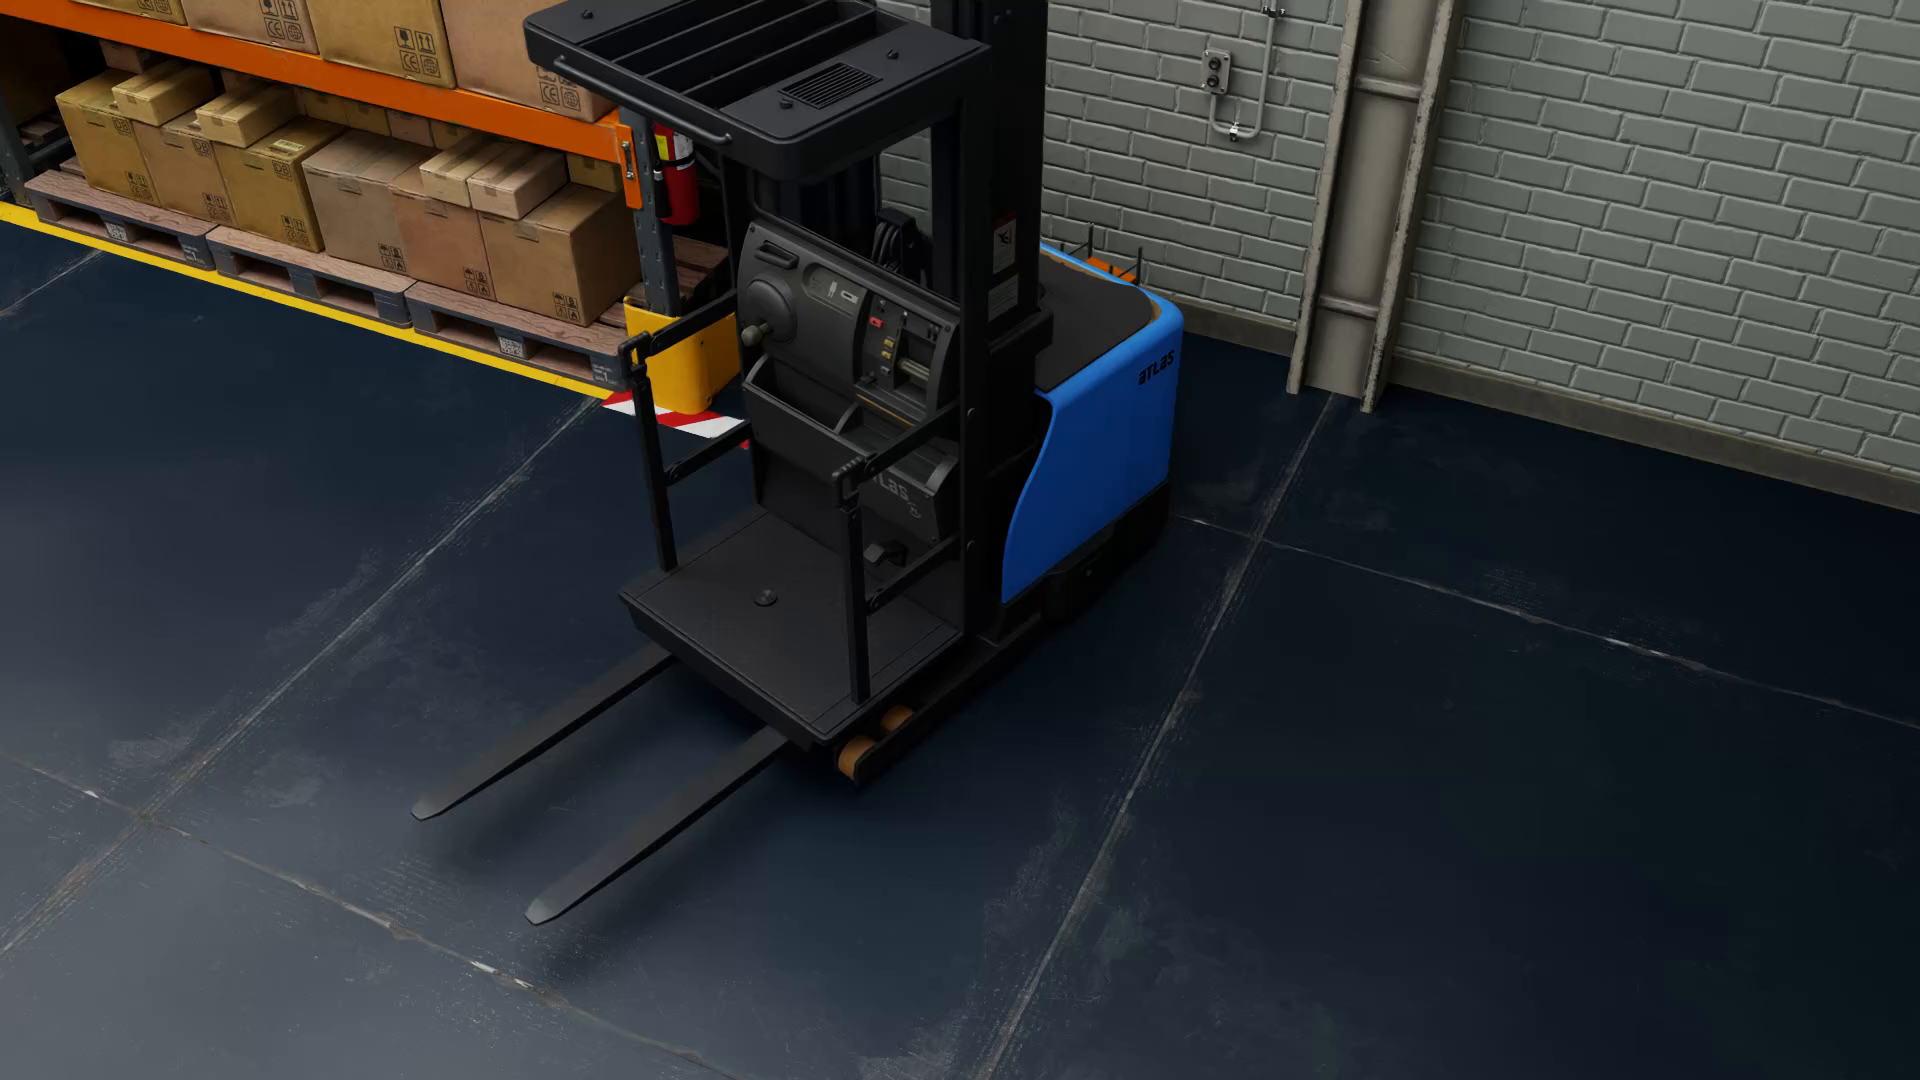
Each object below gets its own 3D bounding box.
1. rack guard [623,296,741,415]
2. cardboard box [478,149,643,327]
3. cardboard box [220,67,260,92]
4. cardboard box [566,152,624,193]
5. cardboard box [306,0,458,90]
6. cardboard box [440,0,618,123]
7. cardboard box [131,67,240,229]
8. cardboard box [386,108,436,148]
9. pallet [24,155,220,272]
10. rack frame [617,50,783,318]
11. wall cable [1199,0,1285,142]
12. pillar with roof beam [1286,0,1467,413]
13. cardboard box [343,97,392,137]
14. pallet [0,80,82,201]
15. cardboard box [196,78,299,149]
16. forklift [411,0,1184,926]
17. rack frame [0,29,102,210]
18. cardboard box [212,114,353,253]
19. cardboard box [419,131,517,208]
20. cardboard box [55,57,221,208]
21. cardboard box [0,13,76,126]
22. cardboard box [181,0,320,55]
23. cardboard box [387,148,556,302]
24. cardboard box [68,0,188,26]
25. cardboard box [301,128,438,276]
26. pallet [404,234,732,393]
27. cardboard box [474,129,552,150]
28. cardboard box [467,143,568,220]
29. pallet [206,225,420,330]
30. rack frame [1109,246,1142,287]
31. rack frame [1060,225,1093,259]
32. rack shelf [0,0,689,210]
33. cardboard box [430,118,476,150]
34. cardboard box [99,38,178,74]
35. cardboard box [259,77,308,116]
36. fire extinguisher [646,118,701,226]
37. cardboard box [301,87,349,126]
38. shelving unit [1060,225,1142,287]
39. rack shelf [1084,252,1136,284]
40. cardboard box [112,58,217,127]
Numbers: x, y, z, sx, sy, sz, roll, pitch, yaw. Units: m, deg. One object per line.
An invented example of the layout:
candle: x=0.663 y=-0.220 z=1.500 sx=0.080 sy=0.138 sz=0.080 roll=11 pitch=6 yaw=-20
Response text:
rack guard: x=-1.073 y=-1.125 z=7.666 sx=0.348 sy=0.500 sz=1.175 roll=17 pitch=44 yaw=19
cardboard box: x=-1.771 y=-1.424 z=7.691 sx=0.500 sy=0.500 sz=0.700 roll=17 pitch=44 yaw=19
cardboard box: x=-3.415 y=-2.316 z=8.224 sx=0.250 sy=0.149 sz=0.380 roll=16 pitch=43 yaw=17
cardboard box: x=-1.574 y=-1.754 z=7.576 sx=0.250 sy=0.149 sz=0.380 roll=17 pitch=44 yaw=19
cardboard box: x=-2.225 y=-2.519 z=7.137 sx=0.700 sy=0.700 sz=0.980 roll=17 pitch=44 yaw=18
cardboard box: x=-1.561 y=-2.325 z=6.913 sx=0.700 sy=0.700 sz=0.980 roll=19 pitch=44 yaw=21
cardboard box: x=-3.632 y=-1.989 z=8.342 sx=0.500 sy=0.500 sz=0.700 roll=17 pitch=44 yaw=18
cardboard box: x=-2.491 y=-2.033 z=7.898 sx=0.250 sy=0.149 sz=0.380 roll=18 pitch=44 yaw=19
pallet: x=-4.064 y=-1.873 z=8.750 sx=1.213 sy=0.211 sz=1.003 roll=17 pitch=44 yaw=19
rack frame: x=-1.095 y=-2.076 z=6.855 sx=0.127 sy=3.000 sz=1.000 roll=17 pitch=44 yaw=19
wall cable: x=0.465 y=-2.667 z=6.761 sx=1.851 sy=1.984 sz=0.084 roll=17 pitch=44 yaw=19
pillar with roof beam: x=-0.102 y=-1.553 z=1.672 sx=0.400 sy=9.000 sz=9.100 roll=17 pitch=44 yaw=19
cardboard box: x=-2.723 y=-2.104 z=7.980 sx=0.250 sy=0.149 sz=0.380 roll=17 pitch=44 yaw=19
pallet: x=-5.451 y=-2.299 z=9.241 sx=1.213 sy=0.211 sz=1.003 roll=17 pitch=44 yaw=19
cardboard box: x=-3.379 y=-2.027 z=7.891 sx=0.250 sy=0.149 sz=0.380 roll=16 pitch=43 yaw=17
forklift: x=-0.522 y=-0.647 z=5.258 sx=1.130 sy=2.935 sz=3.031 roll=31 pitch=49 yaw=30
rack frame: x=-4.720 y=-3.184 z=8.133 sx=0.127 sy=3.000 sz=1.000 roll=17 pitch=44 yaw=19
cardboard box: x=-3.167 y=-1.845 z=8.177 sx=0.500 sy=0.500 sz=0.700 roll=18 pitch=44 yaw=20
cardboard box: x=-2.197 y=-1.667 z=7.476 sx=0.250 sy=0.149 sz=0.380 roll=18 pitch=44 yaw=20
cardboard box: x=-4.085 y=-2.130 z=8.505 sx=0.500 sy=0.500 sz=0.700 roll=18 pitch=44 yaw=19
cardboard box: x=-5.364 y=-2.633 z=8.818 sx=0.750 sy=0.750 sz=0.750 roll=17 pitch=44 yaw=19
cardboard box: x=-2.912 y=-2.736 z=7.387 sx=0.700 sy=0.700 sz=0.980 roll=15 pitch=43 yaw=17
cardboard box: x=-2.225 y=-1.563 z=7.851 sx=0.500 sy=0.500 sz=0.700 roll=17 pitch=44 yaw=19
cardboard box: x=-3.576 y=-2.932 z=7.613 sx=0.700 sy=0.700 sz=0.980 roll=16 pitch=43 yaw=18
cardboard box: x=-2.681 y=-1.702 z=8.011 sx=0.500 sy=0.500 sz=0.700 roll=16 pitch=43 yaw=17
pallet: x=-1.853 y=-1.197 z=7.970 sx=1.213 sy=0.211 sz=1.003 roll=17 pitch=44 yaw=19
cardboard box: x=-2.033 y=-1.893 z=7.737 sx=0.250 sy=0.149 sz=0.380 roll=17 pitch=44 yaw=19
cardboard box: x=-1.965 y=-1.597 z=7.395 sx=0.250 sy=0.149 sz=0.380 roll=16 pitch=44 yaw=18
pallet: x=-2.954 y=-1.536 z=8.361 sx=1.213 sy=0.211 sz=1.003 roll=17 pitch=44 yaw=19
rack frame: x=0.639 y=-0.695 z=6.751 sx=0.008 sy=1.050 sz=0.200 roll=31 pitch=49 yaw=30
rack frame: x=0.458 y=-0.803 z=6.874 sx=0.008 sy=1.050 sz=0.200 roll=31 pitch=49 yaw=30
rack shelf: x=-2.907 y=-2.358 z=7.729 sx=4.000 sy=0.370 sz=1.077 roll=17 pitch=44 yaw=19
cardboard box: x=-2.260 y=-1.963 z=7.817 sx=0.250 sy=0.149 sz=0.380 roll=17 pitch=44 yaw=19
cardboard box: x=-4.133 y=-2.533 z=8.475 sx=0.250 sy=0.149 sz=0.380 roll=17 pitch=44 yaw=18
cardboard box: x=-3.187 y=-2.245 z=8.143 sx=0.250 sy=0.149 sz=0.380 roll=17 pitch=44 yaw=19
fire extinguisher: x=-1.153 y=-1.590 z=6.638 sx=0.183 sy=0.674 sz=0.296 roll=17 pitch=44 yaw=19
cardboard box: x=-2.953 y=-2.174 z=8.061 sx=0.250 sy=0.149 sz=0.380 roll=16 pitch=43 yaw=18
shelving unit: x=0.549 y=-0.749 z=6.813 sx=0.252 sy=1.050 sz=0.215 roll=31 pitch=49 yaw=30
rack shelf: x=0.549 y=-0.956 z=6.634 sx=0.240 sy=0.259 sz=0.215 roll=31 pitch=49 yaw=30
cardboard box: x=-3.852 y=-2.172 z=8.058 sx=0.250 sy=0.149 sz=0.380 roll=18 pitch=44 yaw=20
